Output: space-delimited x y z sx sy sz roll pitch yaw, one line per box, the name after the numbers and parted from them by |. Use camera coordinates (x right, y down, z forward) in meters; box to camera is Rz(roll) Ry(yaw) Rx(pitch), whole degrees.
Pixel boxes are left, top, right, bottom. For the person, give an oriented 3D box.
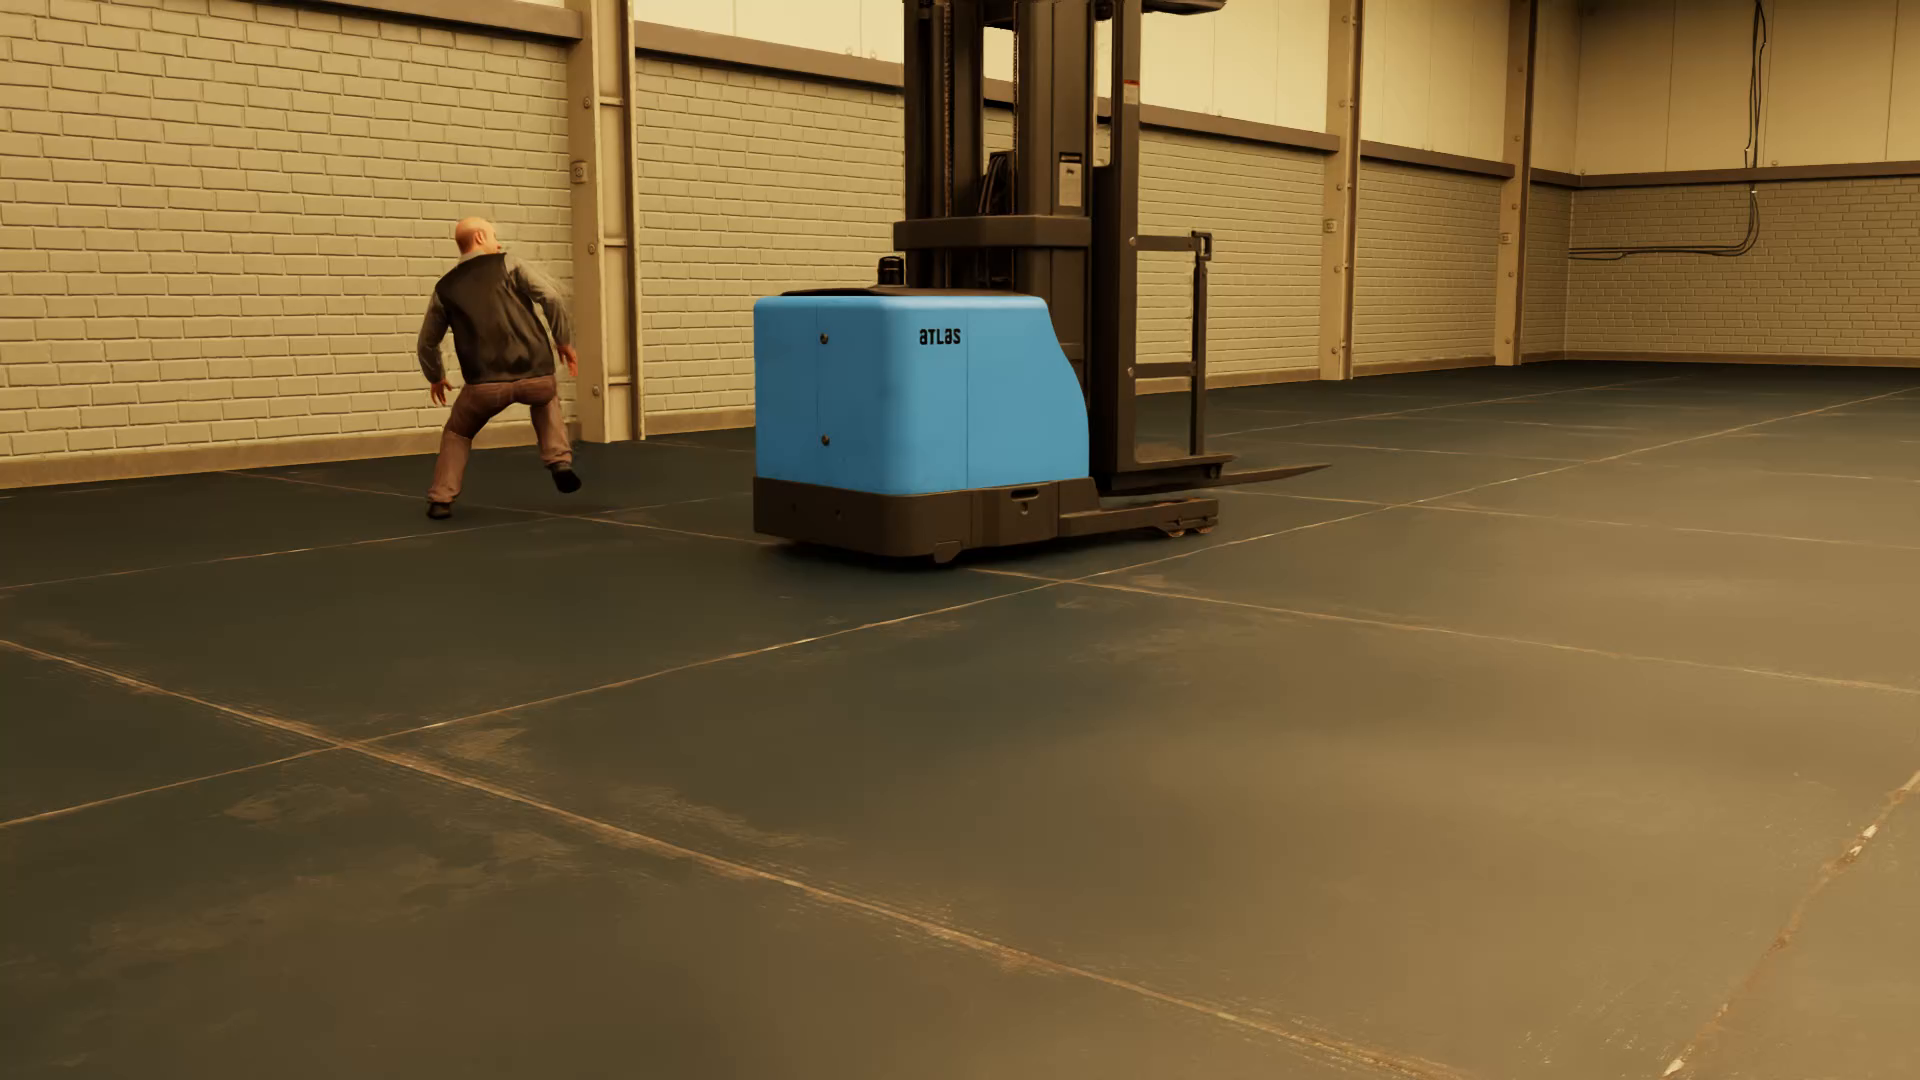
-2.289 -0.842 8.248 0.775 1.496 0.668 -2 9 -13 | person

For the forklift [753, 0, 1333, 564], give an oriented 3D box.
0.552 -1.508 7.589 3.031 2.935 1.130 -7 11 -41 | forklift
